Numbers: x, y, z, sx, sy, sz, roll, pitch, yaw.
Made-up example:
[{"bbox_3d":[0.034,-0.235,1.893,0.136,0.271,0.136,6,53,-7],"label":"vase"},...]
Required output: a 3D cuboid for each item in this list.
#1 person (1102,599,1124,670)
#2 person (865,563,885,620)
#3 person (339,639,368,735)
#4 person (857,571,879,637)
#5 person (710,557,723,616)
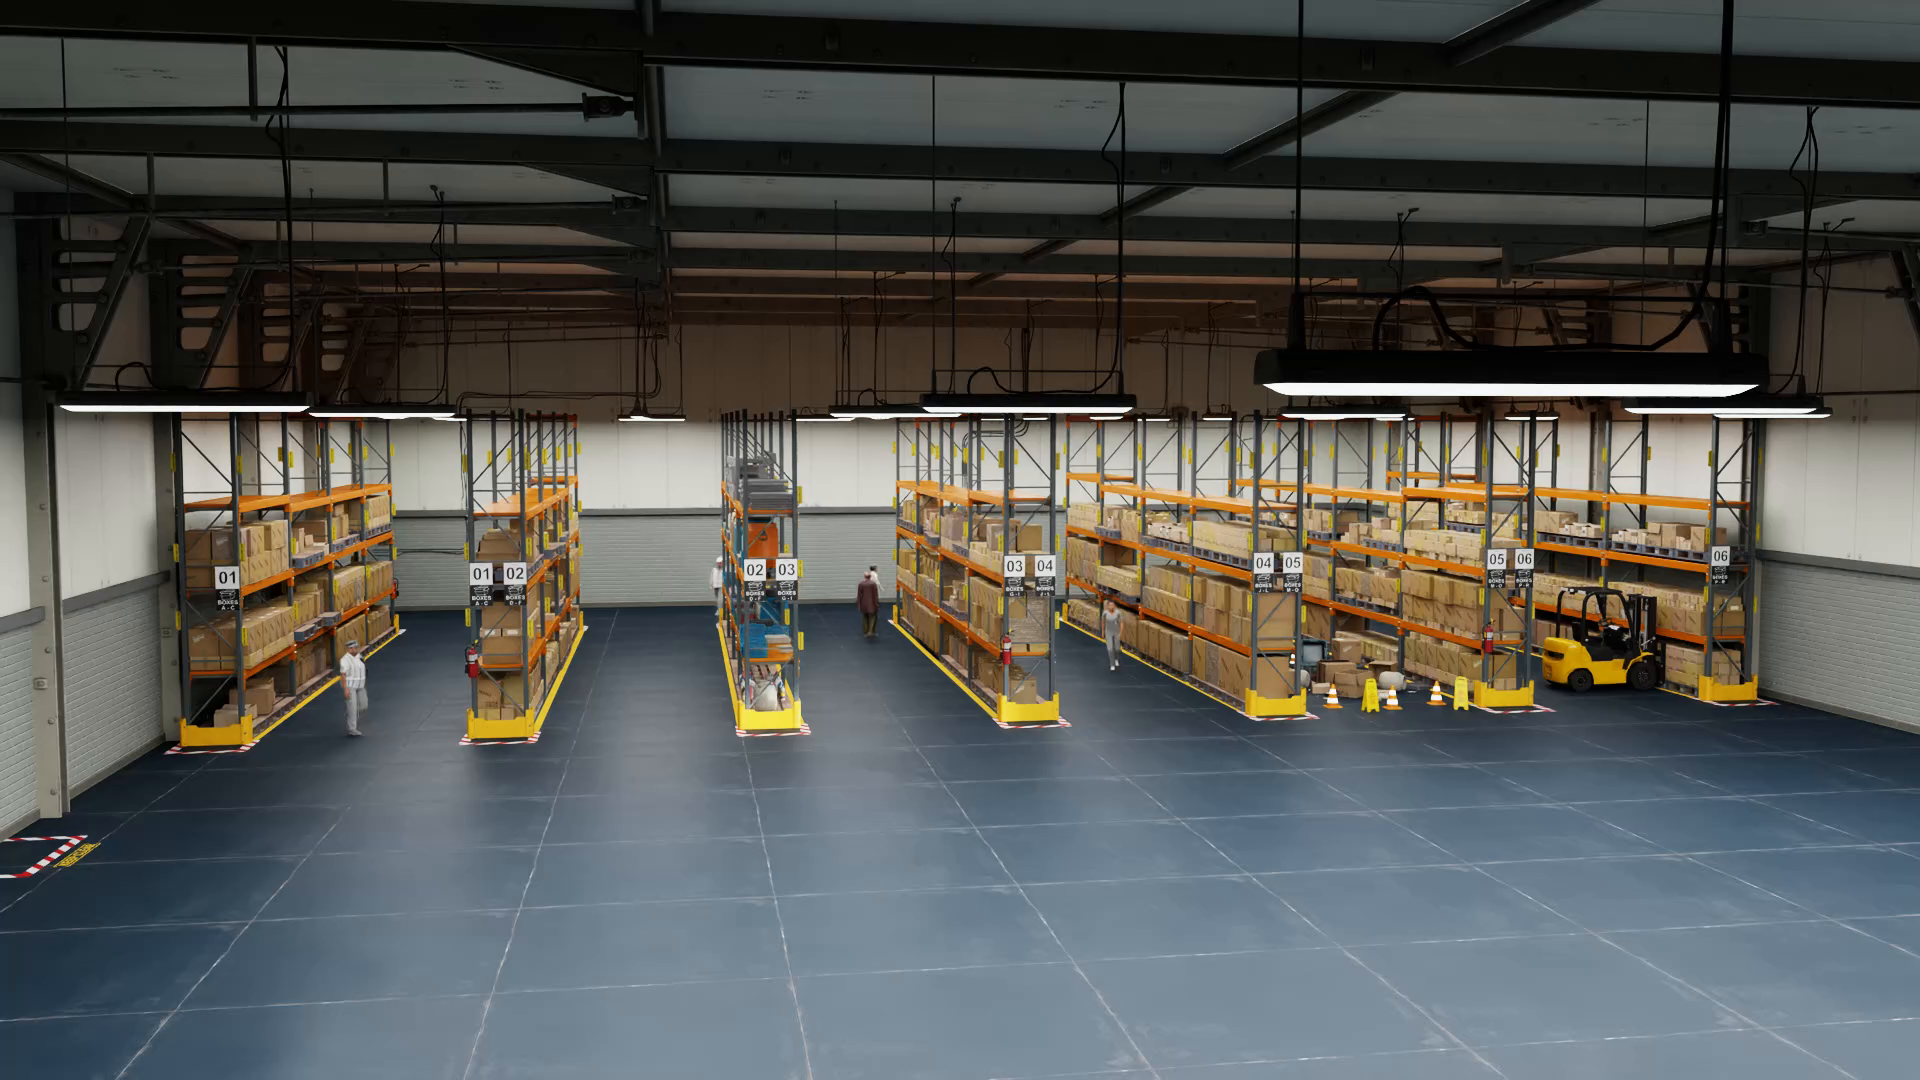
[{"bbox_3d":[3.572,2.194,38.895,0.501,1.652,0.608,0,4,5],"label":"person"},{"bbox_3d":[-2.580,1.506,48.593,0.688,1.650,0.592,-3,5,-36],"label":"person"},{"bbox_3d":[-11.215,2.691,30.608,0.637,1.751,0.531,3,5,34],"label":"person"},{"bbox_3d":[-2.471,1.727,44.634,0.633,1.778,0.584,1,4,16],"label":"person"},{"bbox_3d":[-7.186,1.380,49.765,0.528,1.726,1.064,1,4,18],"label":"person"}]
